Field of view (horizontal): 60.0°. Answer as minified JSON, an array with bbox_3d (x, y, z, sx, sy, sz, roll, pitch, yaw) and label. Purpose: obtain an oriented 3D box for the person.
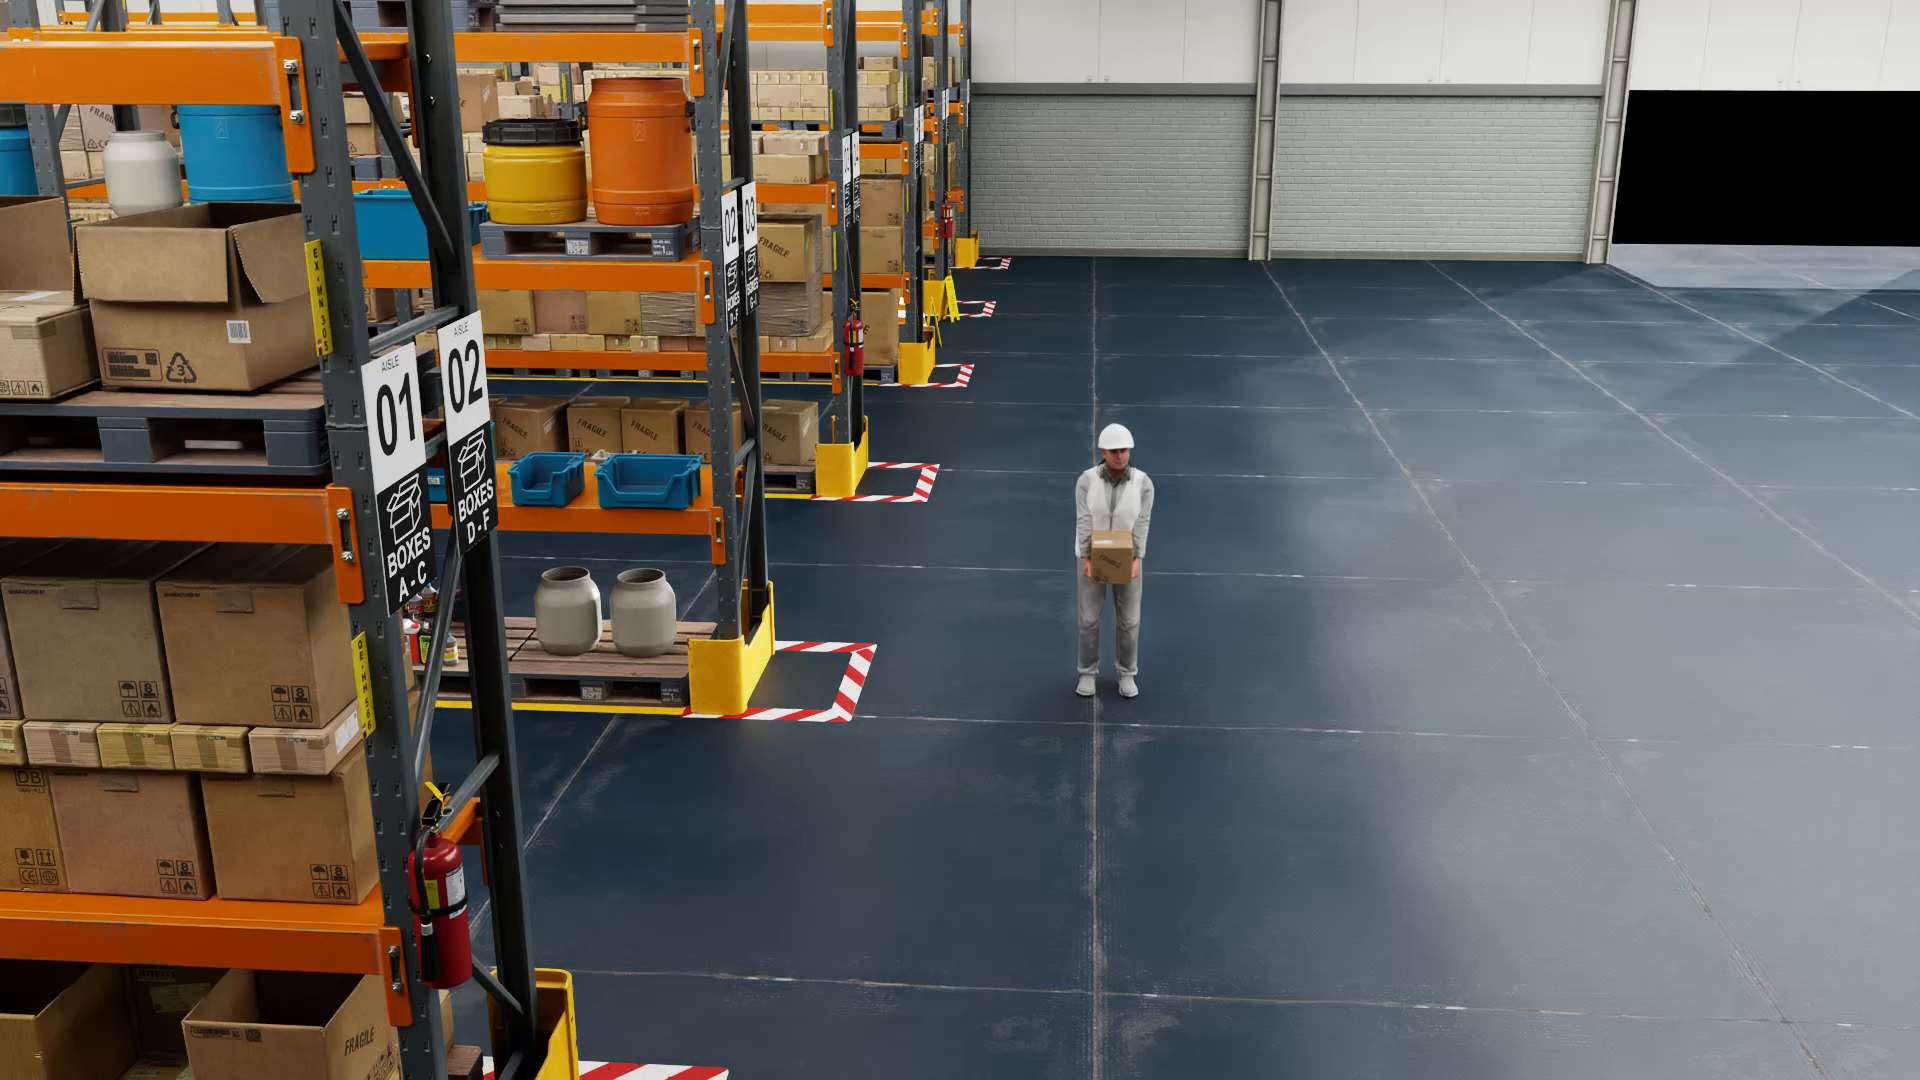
[{"bbox_3d":[0.970,0.149,10.537,0.495,1.772,0.554,1,17,3],"label":"person"}]
